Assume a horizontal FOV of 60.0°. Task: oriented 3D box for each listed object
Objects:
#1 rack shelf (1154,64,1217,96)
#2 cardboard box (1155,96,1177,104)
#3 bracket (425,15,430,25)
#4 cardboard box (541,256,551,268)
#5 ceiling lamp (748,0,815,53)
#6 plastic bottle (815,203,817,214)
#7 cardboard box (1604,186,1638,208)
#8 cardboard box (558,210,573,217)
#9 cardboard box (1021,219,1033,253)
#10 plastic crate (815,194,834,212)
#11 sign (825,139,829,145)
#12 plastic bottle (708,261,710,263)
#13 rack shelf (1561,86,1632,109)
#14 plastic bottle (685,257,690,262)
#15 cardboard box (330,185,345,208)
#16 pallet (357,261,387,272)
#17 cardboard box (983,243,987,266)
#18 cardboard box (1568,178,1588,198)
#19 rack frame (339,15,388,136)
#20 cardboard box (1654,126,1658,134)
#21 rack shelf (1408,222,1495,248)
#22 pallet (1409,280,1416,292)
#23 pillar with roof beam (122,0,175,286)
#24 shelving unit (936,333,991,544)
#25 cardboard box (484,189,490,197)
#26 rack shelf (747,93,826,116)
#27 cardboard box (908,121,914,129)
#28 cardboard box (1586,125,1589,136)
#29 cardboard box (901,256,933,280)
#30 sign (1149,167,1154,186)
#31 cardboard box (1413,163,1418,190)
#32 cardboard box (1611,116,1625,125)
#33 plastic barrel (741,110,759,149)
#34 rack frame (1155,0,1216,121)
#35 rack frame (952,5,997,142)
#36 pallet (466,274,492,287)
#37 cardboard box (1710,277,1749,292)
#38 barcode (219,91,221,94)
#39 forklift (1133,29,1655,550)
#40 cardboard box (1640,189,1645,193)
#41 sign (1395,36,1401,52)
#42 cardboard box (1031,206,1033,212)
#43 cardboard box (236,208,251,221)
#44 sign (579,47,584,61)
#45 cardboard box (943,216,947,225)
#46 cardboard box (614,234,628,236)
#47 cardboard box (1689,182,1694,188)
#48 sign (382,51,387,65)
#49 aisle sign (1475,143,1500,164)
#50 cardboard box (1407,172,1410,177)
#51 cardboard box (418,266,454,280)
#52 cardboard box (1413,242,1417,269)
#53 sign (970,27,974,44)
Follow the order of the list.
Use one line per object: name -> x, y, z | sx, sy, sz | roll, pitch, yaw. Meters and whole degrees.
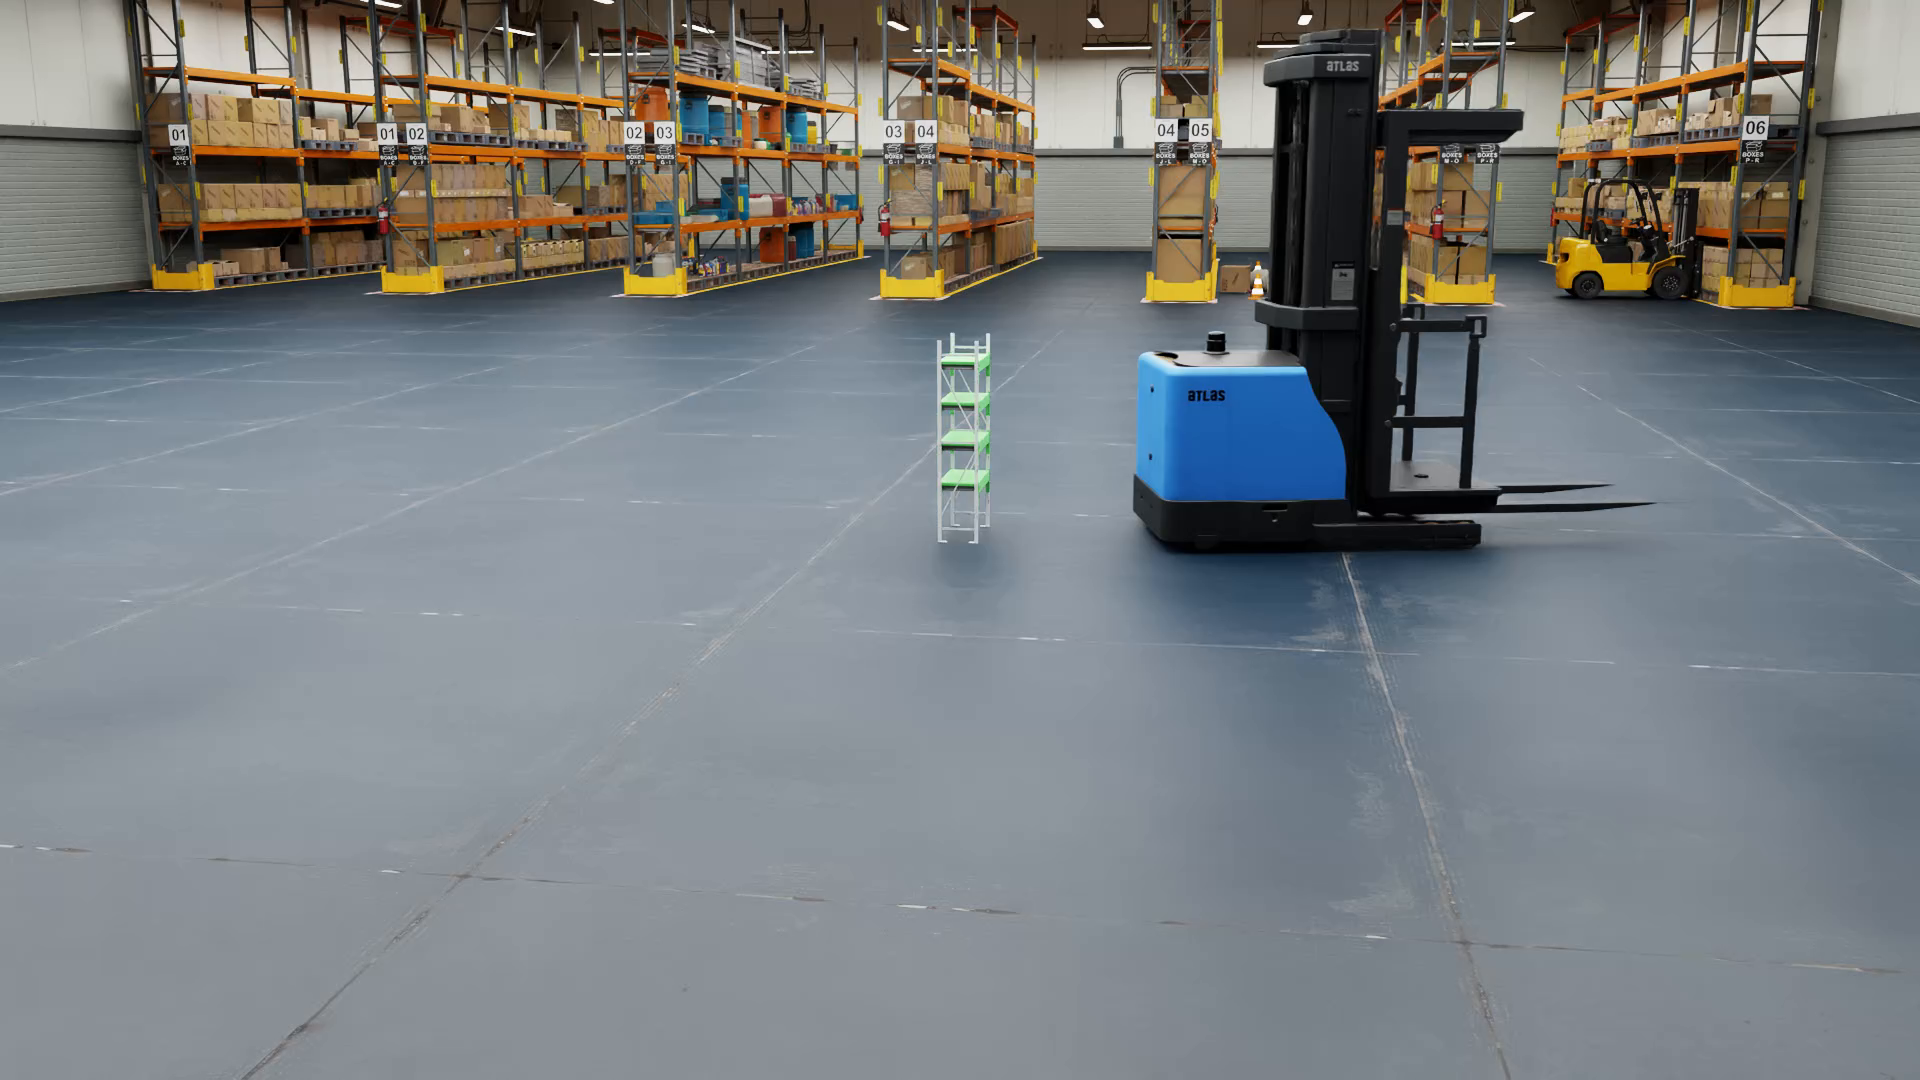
rack shelf -> 4.287, -8.631, 31.337 | 1.077, 0.370, 4.000 | 2, 12, 9
cardboard box -> 3.696, -7.897, 29.867 | 0.380, 0.149, 0.250 | 2, 12, 9
bracket -> -14.204, -13.758, 43.929 | 0.235, 0.232, 0.430 | 2, 12, 9
cardboard box -> -9.615, -6.316, 37.711 | 0.500, 0.250, 0.500 | 1, 12, 7
ceiling lamp -> -5.349, -15.926, 48.676 | 2.000, 3.185, 0.800 | 2, 12, 9
plastic bottle -> -3.686, -8.470, 42.451 | 0.061, 0.283, 0.133 | 2, 12, 9
cardboard box -> 15.090, -7.796, 37.807 | 0.797, 0.503, 0.637 | 2, 12, 7
cardboard box -> -9.329, -7.679, 39.099 | 0.380, 0.149, 0.250 | 2, 12, 9
cardboard box -> 1.535, -8.372, 45.767 | 0.875, 0.875, 0.875 | 2, 12, 9
plastic crate -> -3.570, -8.907, 43.910 | 0.402, 0.464, 0.583 | 2, 12, 9
sign -> -3.412, -10.121, 42.697 | 0.100, 0.325, 0.005 | 2, 12, 9
plastic bottle -> -5.184, -5.638, 34.439 | 0.061, 0.283, 0.133 | 2, 12, 9
rack shelf -> 15.944, -11.023, 41.497 | 1.077, 0.370, 4.000 | 2, 12, 9
plastic bottle -> -5.719, -5.769, 34.886 | 0.144, 0.351, 0.185 | 2, 12, 10
cardboard box -> -14.699, -7.948, 38.470 | 0.700, 0.500, 0.500 | 4, 13, 16
pallet -> -14.481, -6.631, 40.263 | 1.003, 0.211, 1.213 | 2, 12, 9
cardboard box -> 0.241, -6.529, 38.057 | 0.700, 0.500, 0.500 | 1, 12, 6
cardboard box -> 15.685, -8.901, 42.044 | 0.500, 0.500, 0.500 | 2, 12, 10
rack frame -> -14.359, -11.090, 40.092 | 1.000, 3.000, 0.127 | 2, 12, 9
cardboard box -> 14.394, -8.359, 33.902 | 0.380, 0.149, 0.250 | 2, 12, 8
rack shelf -> 9.193, -5.754, 31.280 | 1.077, 0.370, 4.000 | 2, 12, 9
pallet -> 9.433, -5.018, 32.776 | 1.003, 0.211, 1.213 | 2, 12, 9
pillar with roof beam -> -12.083, -9.459, 32.524 | 9.100, 9.000, 0.400 | 2, 12, 9
shelving unit -> 0.025, -0.621, 10.027 | 0.258, 1.200, 0.503 | 2, 12, 9
cardboard box -> -10.067, -7.256, 34.763 | 0.380, 0.149, 0.250 | 2, 12, 8
rack shelf -> -4.262, -10.638, 40.653 | 1.077, 0.370, 4.000 | 2, 12, 9
cardboard box -> -1.016, -7.717, 30.969 | 0.380, 0.149, 0.250 | 1, 12, 7
cardboard box -> 15.476, -9.923, 40.261 | 0.500, 0.250, 0.500 | 2, 12, 9
cardboard box -> -0.794, -5.123, 31.582 | 0.500, 0.500, 0.500 | 4, 13, 19
sign -> 3.445, -6.531, 29.867 | 0.100, 0.325, 0.005 | 2, 12, 9
cardboard box -> 9.015, -6.911, 31.626 | 0.700, 0.500, 0.500 | 2, 12, 7
cardboard box -> 15.657, -9.907, 39.396 | 0.396, 0.266, 0.258 | 2, 12, 8
plastic barrel -> -4.911, -9.384, 38.105 | 0.600, 0.901, 0.600 | 0, 12, 0
rack frame -> 3.979, -8.761, 29.287 | 1.000, 3.000, 0.127 | 2, 12, 9
rack frame -> 0.324, -10.608, 37.858 | 1.000, 3.000, 0.127 | 2, 12, 9
pallet -> -10.428, -5.383, 34.469 | 1.003, 0.211, 1.213 | 2, 12, 9
cardboard box -> 13.551, -4.498, 29.277 | 0.500, 0.250, 0.500 | 2, 12, 9
barcode -> -15.613, -9.444, 35.066 | 0.001, 0.075, 0.075 | 2, 12, 9
forklift -> 2.637, -1.482, 9.913 | 3.031, 2.935, 1.130 | -1, 12, -5
cardboard box -> 14.600, -7.339, 35.151 | 0.380, 0.149, 0.250 | 2, 12, 9
sign -> 9.567, -10.839, 36.333 | 0.100, 0.325, 0.005 | 2, 12, 9
cardboard box -> 1.787, -9.079, 45.599 | 0.380, 0.149, 0.250 | 2, 12, 9
cardboard box -> -15.051, -6.734, 34.429 | 0.500, 0.250, 0.500 | 2, 12, 8
sign -> -8.915, -11.447, 39.156 | 0.100, 0.325, 0.005 | 2, 12, 9
cardboard box -> -0.453, -6.147, 31.991 | 0.380, 0.149, 0.250 | 2, 12, 9
cardboard box -> -9.041, -7.951, 44.657 | 0.500, 0.500, 0.500 | 2, 12, 9
cardboard box -> 13.942, -6.656, 31.273 | 0.380, 0.149, 0.250 | 2, 12, 10
sign -> -13.822, -11.570, 39.913 | 0.100, 0.325, 0.005 | 2, 12, 9
aisle sign -> 9.183, -6.937, 28.892 | 0.394, 0.787, 0.004 | 2, 12, 9
cardboard box -> 9.461, -7.544, 34.398 | 0.380, 0.149, 0.250 | 1, 12, 6
cardboard box -> -10.392, -5.298, 32.986 | 0.500, 0.250, 0.500 | 2, 12, 9
cardboard box -> 9.073, -5.524, 32.255 | 0.500, 0.500, 0.500 | 2, 12, 11
sign -> 0.242, -10.250, 33.788 | 0.100, 0.325, 0.005 | 2, 12, 9
